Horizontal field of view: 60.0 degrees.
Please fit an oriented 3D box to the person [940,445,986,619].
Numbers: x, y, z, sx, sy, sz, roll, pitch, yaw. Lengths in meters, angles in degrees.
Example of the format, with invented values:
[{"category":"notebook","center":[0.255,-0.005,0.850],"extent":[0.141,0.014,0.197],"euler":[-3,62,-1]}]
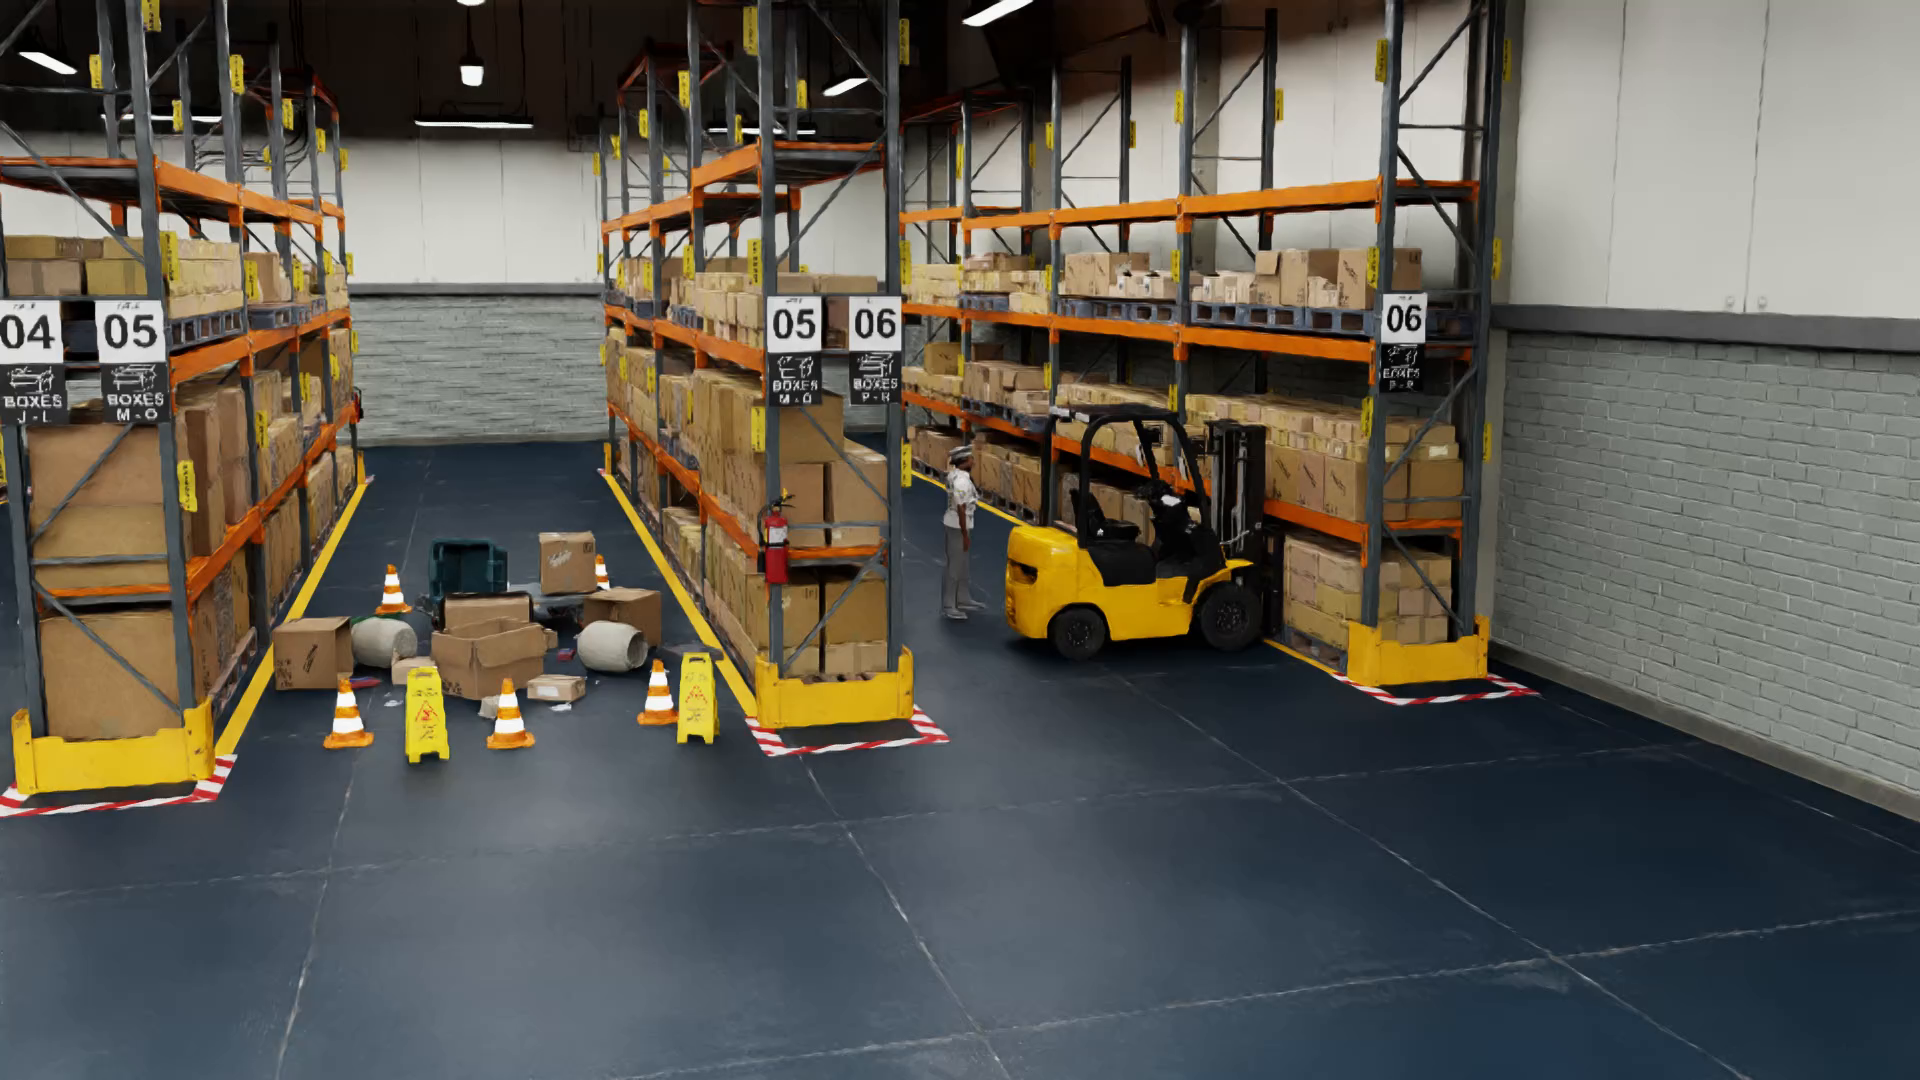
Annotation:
[{"category":"person","center":[0.032,-0.099,16.311],"extent":[0.482,1.672,0.571],"euler":[-1,9,-5]}]
